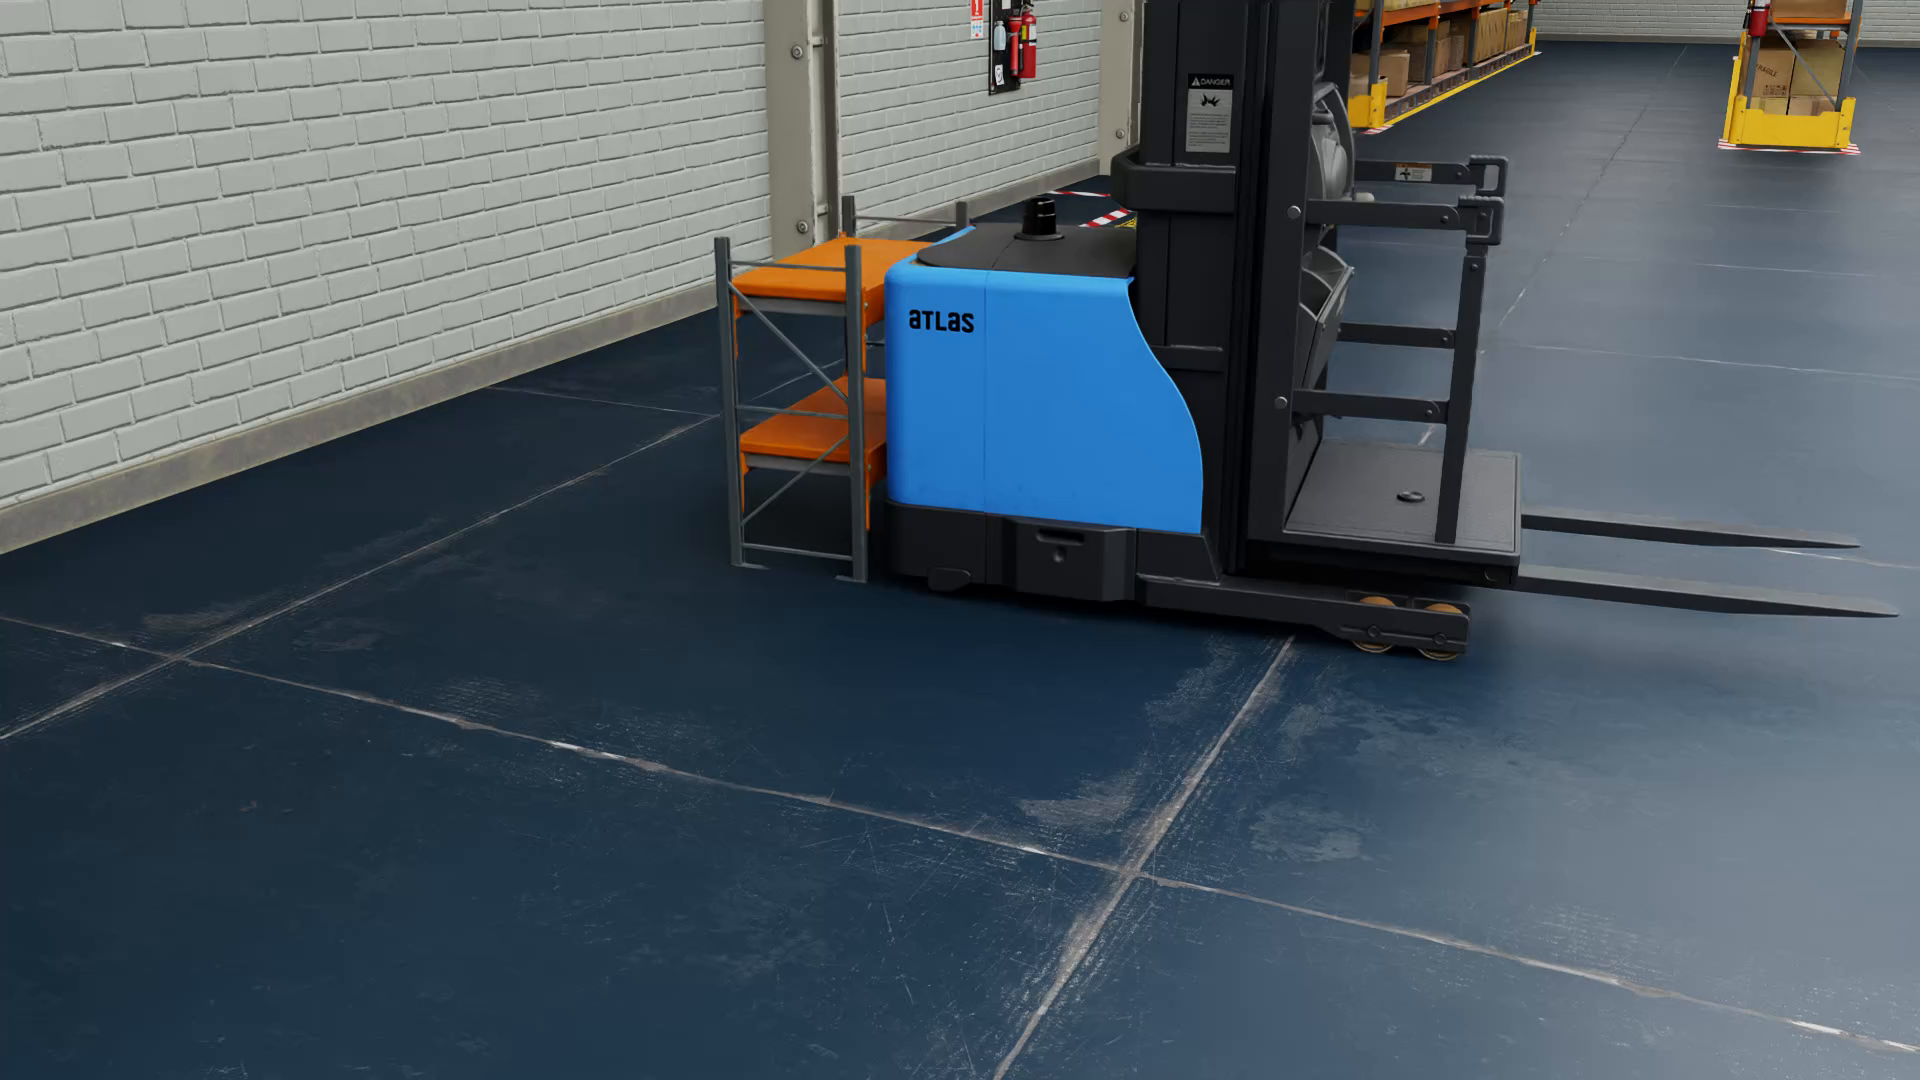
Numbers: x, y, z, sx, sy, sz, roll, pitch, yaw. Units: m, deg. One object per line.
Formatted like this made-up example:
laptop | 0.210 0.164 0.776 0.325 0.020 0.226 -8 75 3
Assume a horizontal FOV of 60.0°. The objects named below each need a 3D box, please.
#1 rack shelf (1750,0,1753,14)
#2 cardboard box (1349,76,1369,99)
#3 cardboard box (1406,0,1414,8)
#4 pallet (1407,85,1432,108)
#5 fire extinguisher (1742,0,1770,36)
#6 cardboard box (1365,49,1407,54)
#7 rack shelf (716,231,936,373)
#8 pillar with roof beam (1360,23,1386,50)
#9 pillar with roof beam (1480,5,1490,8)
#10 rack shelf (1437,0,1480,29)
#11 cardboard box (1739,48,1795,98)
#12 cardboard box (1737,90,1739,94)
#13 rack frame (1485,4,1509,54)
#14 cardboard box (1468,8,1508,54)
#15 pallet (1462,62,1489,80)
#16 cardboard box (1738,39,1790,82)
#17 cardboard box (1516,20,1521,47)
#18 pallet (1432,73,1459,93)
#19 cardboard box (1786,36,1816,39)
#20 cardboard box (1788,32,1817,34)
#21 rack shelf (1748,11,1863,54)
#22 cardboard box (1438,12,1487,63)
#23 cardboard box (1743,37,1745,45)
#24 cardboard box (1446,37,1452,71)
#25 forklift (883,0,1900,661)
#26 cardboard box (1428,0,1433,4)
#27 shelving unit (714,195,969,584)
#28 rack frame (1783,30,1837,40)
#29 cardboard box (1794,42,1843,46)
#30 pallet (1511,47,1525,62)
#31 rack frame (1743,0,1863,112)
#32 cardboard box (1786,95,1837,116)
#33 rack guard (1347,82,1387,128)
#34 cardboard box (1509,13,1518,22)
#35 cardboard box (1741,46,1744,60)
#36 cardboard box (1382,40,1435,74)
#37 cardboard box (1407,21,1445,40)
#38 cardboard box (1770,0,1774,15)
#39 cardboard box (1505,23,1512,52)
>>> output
rack shelf | 13.072 -8.432 26.275 1.077 0.370 4.000 9 21 23
cardboard box | 4.822 -5.532 20.404 0.500 0.311 0.500 6 20 17
cardboard box | 5.360 -6.752 20.673 0.500 0.250 0.500 8 21 22
pallet | 5.852 -6.091 22.781 1.003 0.211 1.213 9 21 23
fire extinguisher | 8.505 -5.705 17.649 0.296 0.674 0.183 9 21 23
cardboard box | 5.706 -6.322 22.343 0.500 0.500 0.500 7 21 19
rack shelf | -0.377 -0.853 5.813 0.538 0.278 1.000 7 21 19
pillar with roof beam | 10.339 -10.795 22.894 9.100 9.000 0.400 9 21 23
pillar with roof beam | 15.252 -14.463 33.208 9.100 9.000 0.400 9 21 23
rack shelf | 6.914 -7.888 24.745 1.077 0.370 4.000 9 21 23
cardboard box | 8.925 -5.174 18.399 0.500 0.500 0.500 9 21 23
cardboard box | 9.121 -4.975 18.959 0.500 0.250 0.500 9 21 23
rack frame | 9.370 -10.061 29.782 1.000 3.000 0.127 9 21 23
cardboard box | 9.223 -9.029 29.463 0.750 0.750 0.750 9 21 23
pallet | 8.124 -7.755 27.459 1.003 0.211 1.213 9 21 23
cardboard box | 9.730 -5.788 20.124 0.500 0.500 0.500 9 21 23
cardboard box | 10.403 -9.769 32.065 0.700 0.500 0.500 8 21 21
pallet | 6.910 -6.914 25.095 1.003 0.211 1.213 9 21 23
cardboard box | 12.910 -7.450 25.514 0.500 0.500 0.500 8 21 21
cardboard box | 13.535 -7.918 26.831 0.500 0.500 0.500 9 21 23
rack shelf | 9.796 -5.986 19.398 1.077 0.370 4.000 9 21 23
cardboard box | 8.153 -8.230 27.215 0.750 0.750 0.750 8 21 22
cardboard box | 14.843 -9.237 30.911 0.500 0.250 0.500 9 21 23
cardboard box | 7.168 -7.499 25.652 0.700 0.500 0.500 9 21 23
forklift | 1.322 -1.221 5.027 3.031 2.935 1.130 6 20 17
cardboard box | 5.966 -7.216 21.978 0.500 0.250 0.500 9 21 23
shelving unit | -0.377 -0.577 5.911 0.538 1.125 1.048 7 21 19
rack frame | 10.615 -6.937 20.997 1.000 3.000 0.127 9 21 23
cardboard box | 10.017 -5.561 19.487 0.500 0.500 0.500 9 21 23
pallet | 10.251 -9.343 31.925 1.003 0.211 1.213 9 21 23
rack frame | 8.977 -5.714 17.559 1.000 3.000 0.127 9 21 23
cardboard box | 9.400 -4.750 18.324 0.500 0.250 0.500 9 21 23
rack guard | 4.488 -5.238 19.951 1.175 0.500 0.348 9 21 23
cardboard box | 10.291 -9.840 31.297 0.380 0.149 0.250 8 21 21
cardboard box | 11.771 -7.206 24.395 0.500 0.311 0.500 9 22 25
cardboard box | 6.547 -7.037 24.353 0.700 0.500 0.500 8 21 22
cardboard box | 6.989 -7.670 25.014 0.500 0.250 0.500 8 21 22
cardboard box | 9.391 -6.063 18.392 0.700 0.500 0.500 9 22 24
cardboard box | 9.770 -9.295 30.733 0.700 0.500 0.500 9 21 23
